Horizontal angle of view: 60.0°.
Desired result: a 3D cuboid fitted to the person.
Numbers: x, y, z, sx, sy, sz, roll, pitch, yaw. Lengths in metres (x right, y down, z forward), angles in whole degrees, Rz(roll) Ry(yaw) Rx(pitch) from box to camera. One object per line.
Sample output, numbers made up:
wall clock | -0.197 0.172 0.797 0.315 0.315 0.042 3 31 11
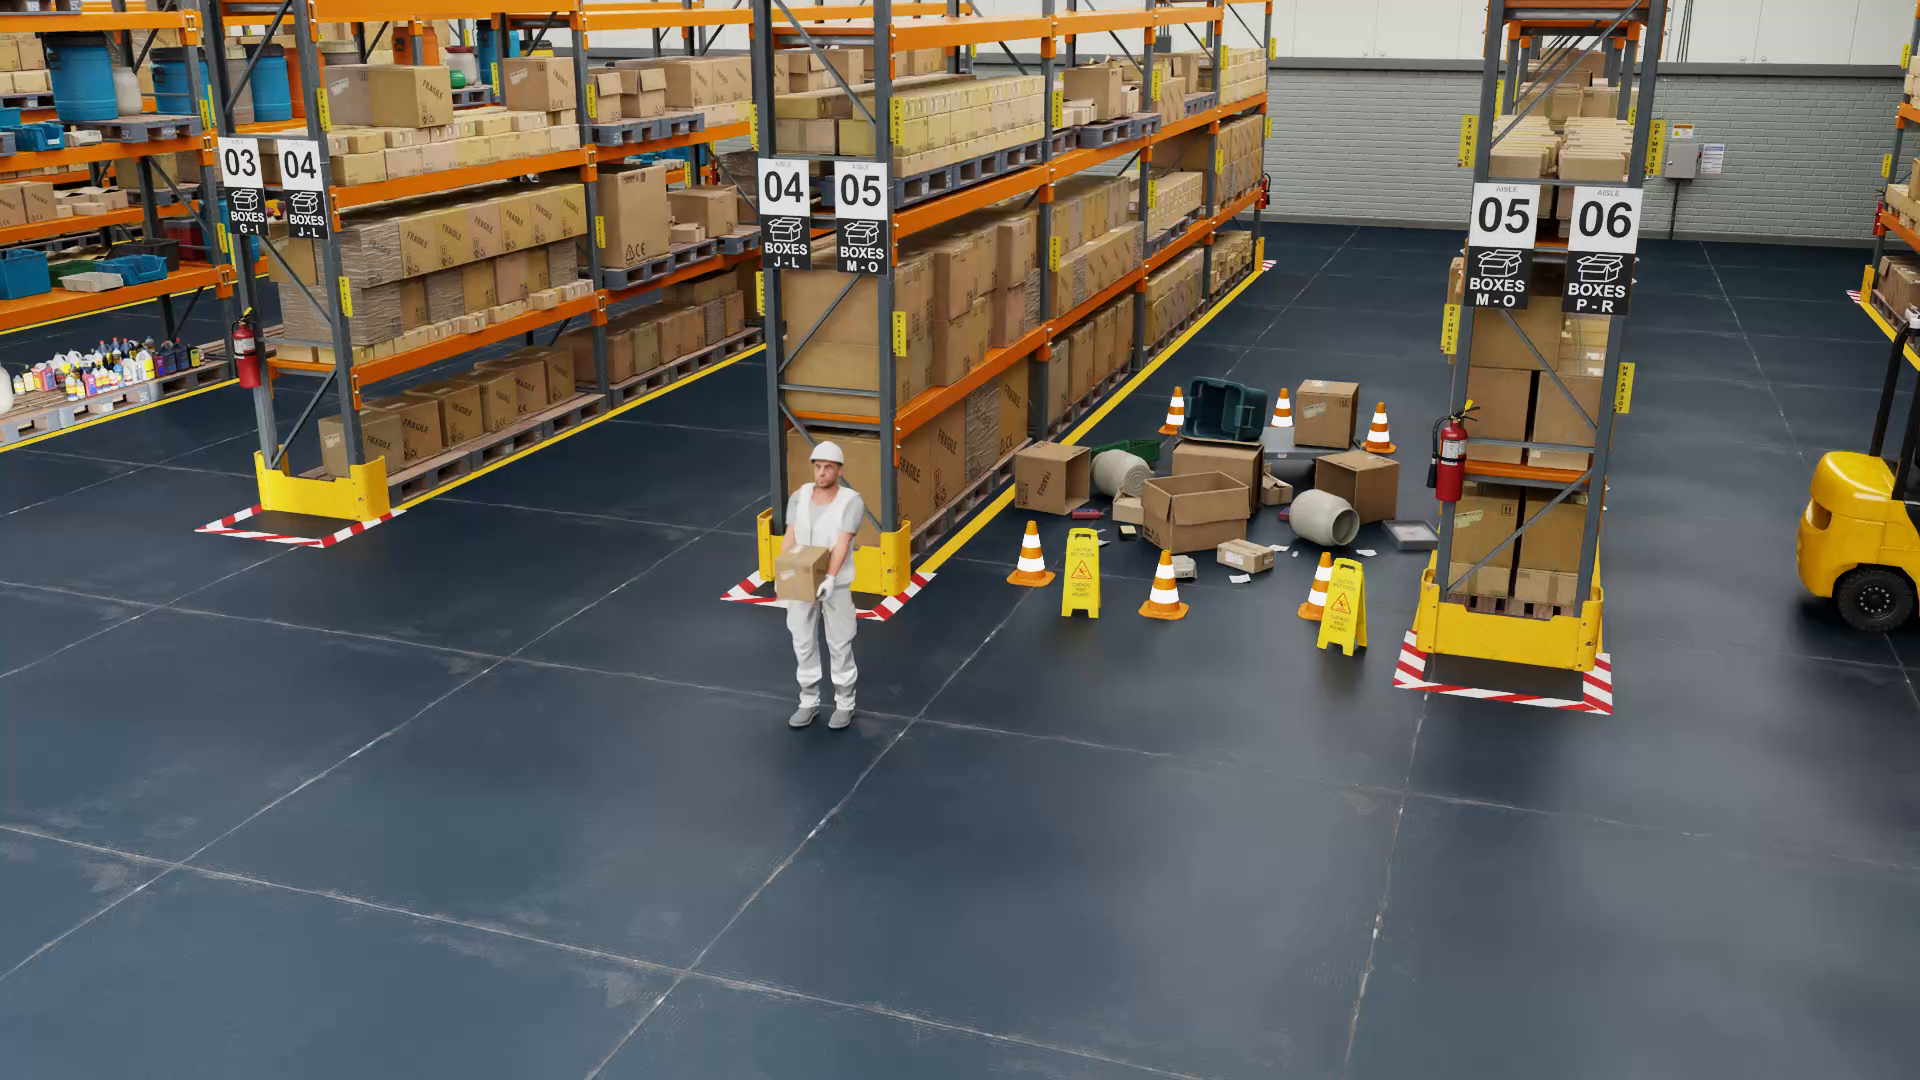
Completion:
person | -0.861 0.303 10.126 0.493 1.782 0.561 7 20 19
